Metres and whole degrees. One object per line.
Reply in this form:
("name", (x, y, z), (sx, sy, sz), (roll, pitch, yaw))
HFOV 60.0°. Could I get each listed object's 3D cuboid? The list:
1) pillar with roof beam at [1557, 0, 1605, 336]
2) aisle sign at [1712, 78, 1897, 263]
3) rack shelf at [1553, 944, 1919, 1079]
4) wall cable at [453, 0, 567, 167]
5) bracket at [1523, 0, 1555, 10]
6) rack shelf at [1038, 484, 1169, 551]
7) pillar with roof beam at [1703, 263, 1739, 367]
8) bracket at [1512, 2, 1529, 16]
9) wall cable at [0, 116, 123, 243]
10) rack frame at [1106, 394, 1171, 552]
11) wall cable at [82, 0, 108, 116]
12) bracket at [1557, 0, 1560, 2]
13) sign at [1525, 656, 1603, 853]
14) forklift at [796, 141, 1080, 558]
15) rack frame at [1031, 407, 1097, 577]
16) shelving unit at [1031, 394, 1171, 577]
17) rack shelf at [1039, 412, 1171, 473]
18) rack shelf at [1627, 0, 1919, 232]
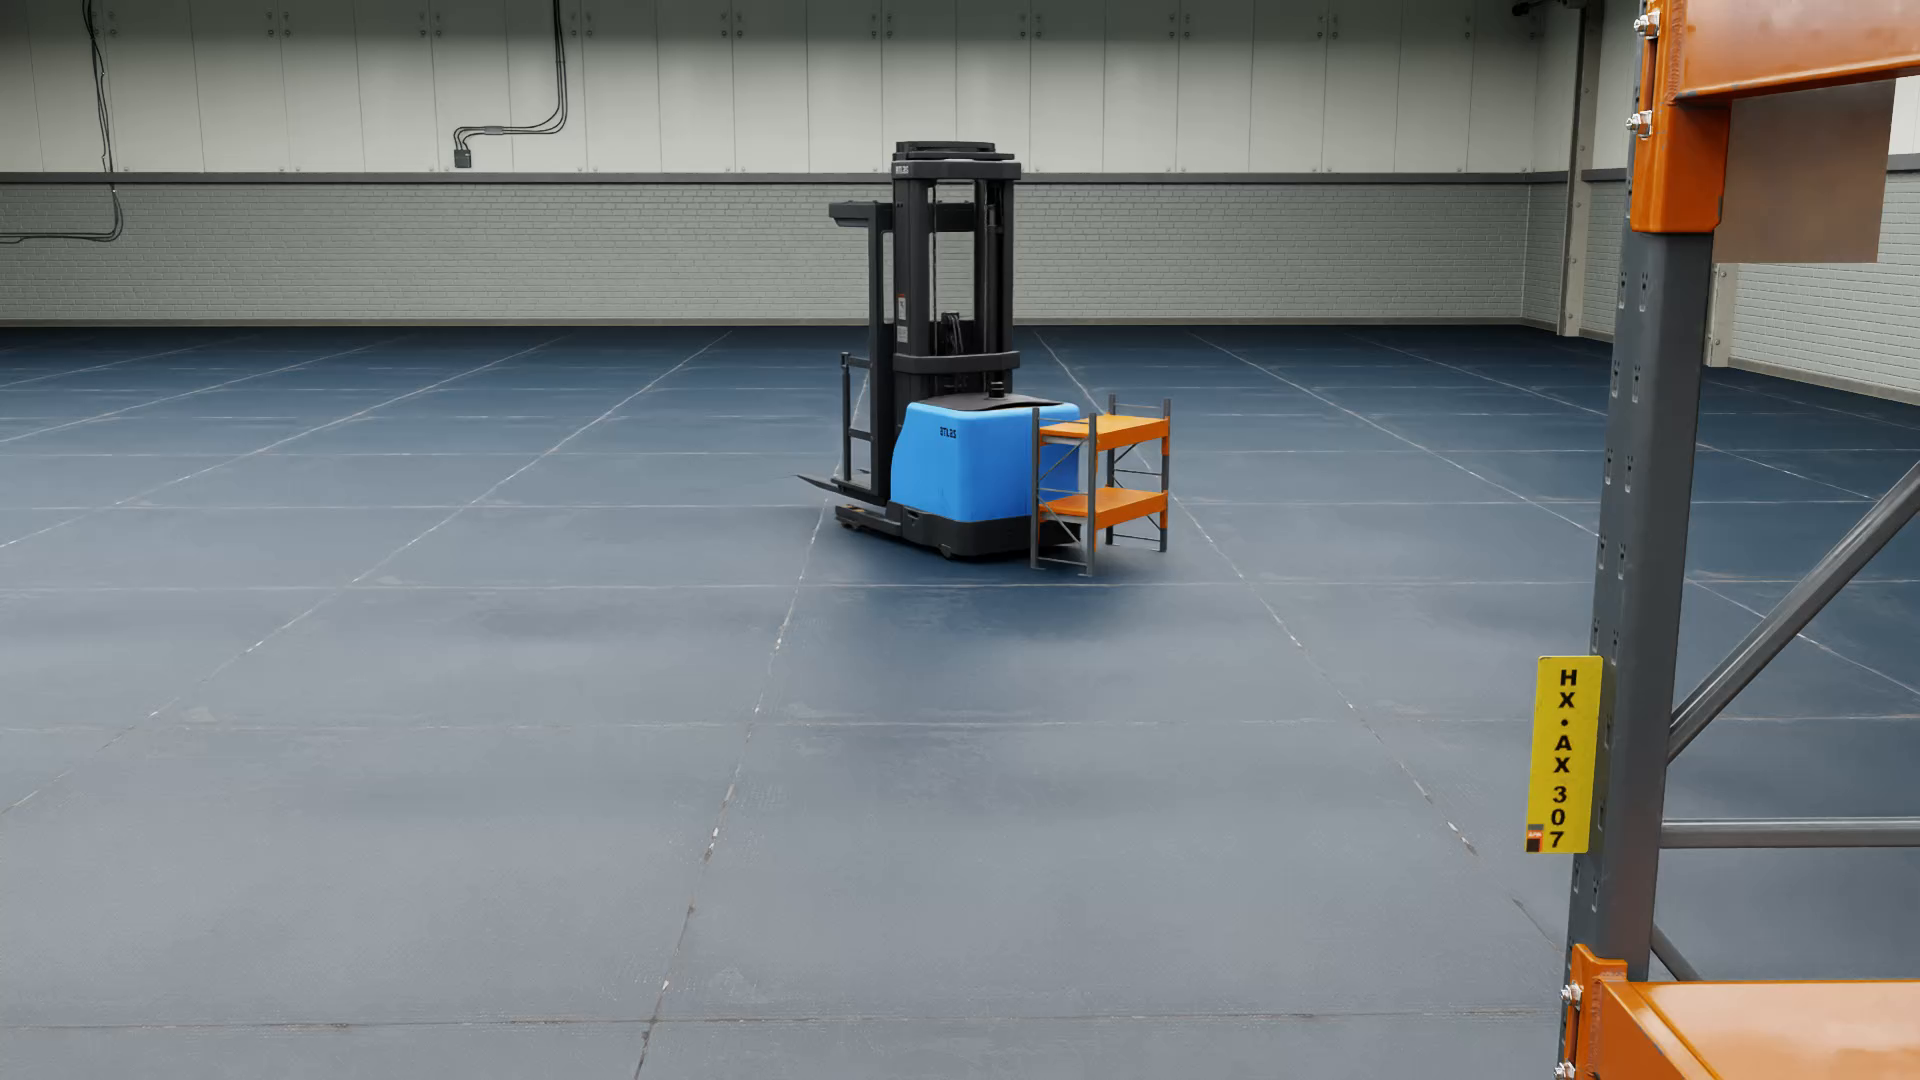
("pillar with roof beam", (7.367, -8.315, 30.913), (9.100, 9.000, 0.548), (0, 11, -1))
("aisle sign", (1.212, -0.811, 2.475), (0.394, 0.787, 0.004), (0, 11, -1))
("rack shelf", (1.548, 1.226, 0.781), (1.077, 0.370, 4.000), (0, 11, -1))
("wall cable", (-9.070, -10.497, 33.114), (2.305, 6.003, 0.169), (0, 11, -1))
("bracket", (11.270, -10.532, 32.785), (0.076, 0.066, 3.189), (0, 11, -1))
("rack shelf", (1.002, -0.170, 11.800), (0.538, 0.278, 1.000), (8, 14, 35))
("pillar with roof beam", (7.491, -7.122, 25.034), (9.100, 9.000, 0.400), (0, 11, -1))
("bracket", (11.258, -10.649, 33.363), (0.235, 0.232, 0.430), (0, 11, -1))
("wall cable", (-18.561, -7.273, 33.584), (3.097, 2.526, 0.112), (0, 11, -1))
("rack frame", (1.299, -0.492, 12.155), (0.500, 1.125, 0.032), (8, 14, 35))
("wall cable", (-15.857, -9.759, 33.137), (3.097, 2.526, 0.112), (0, 11, -1))
("bracket", (11.307, -10.178, 31.041), (0.235, 0.232, 0.430), (0, 11, -1))
("sign", (0.956, 0.342, 2.635), (0.100, 0.325, 0.005), (0, 11, -1))
("forklift", (-0.322, -1.558, 12.868), (1.130, 2.935, 3.031), (-7, 13, -31))
("rack frame", (0.704, -0.328, 11.347), (0.500, 1.125, 0.032), (8, 14, 35))
("shelving unit", (1.002, -0.410, 11.751), (0.538, 1.125, 1.048), (8, 14, 35))
("rack shelf", (1.002, -0.697, 11.693), (0.538, 0.278, 1.000), (8, 14, 35))
("rack shelf", (1.548, -0.244, 0.483), (1.077, 0.370, 4.000), (0, 11, -1))
